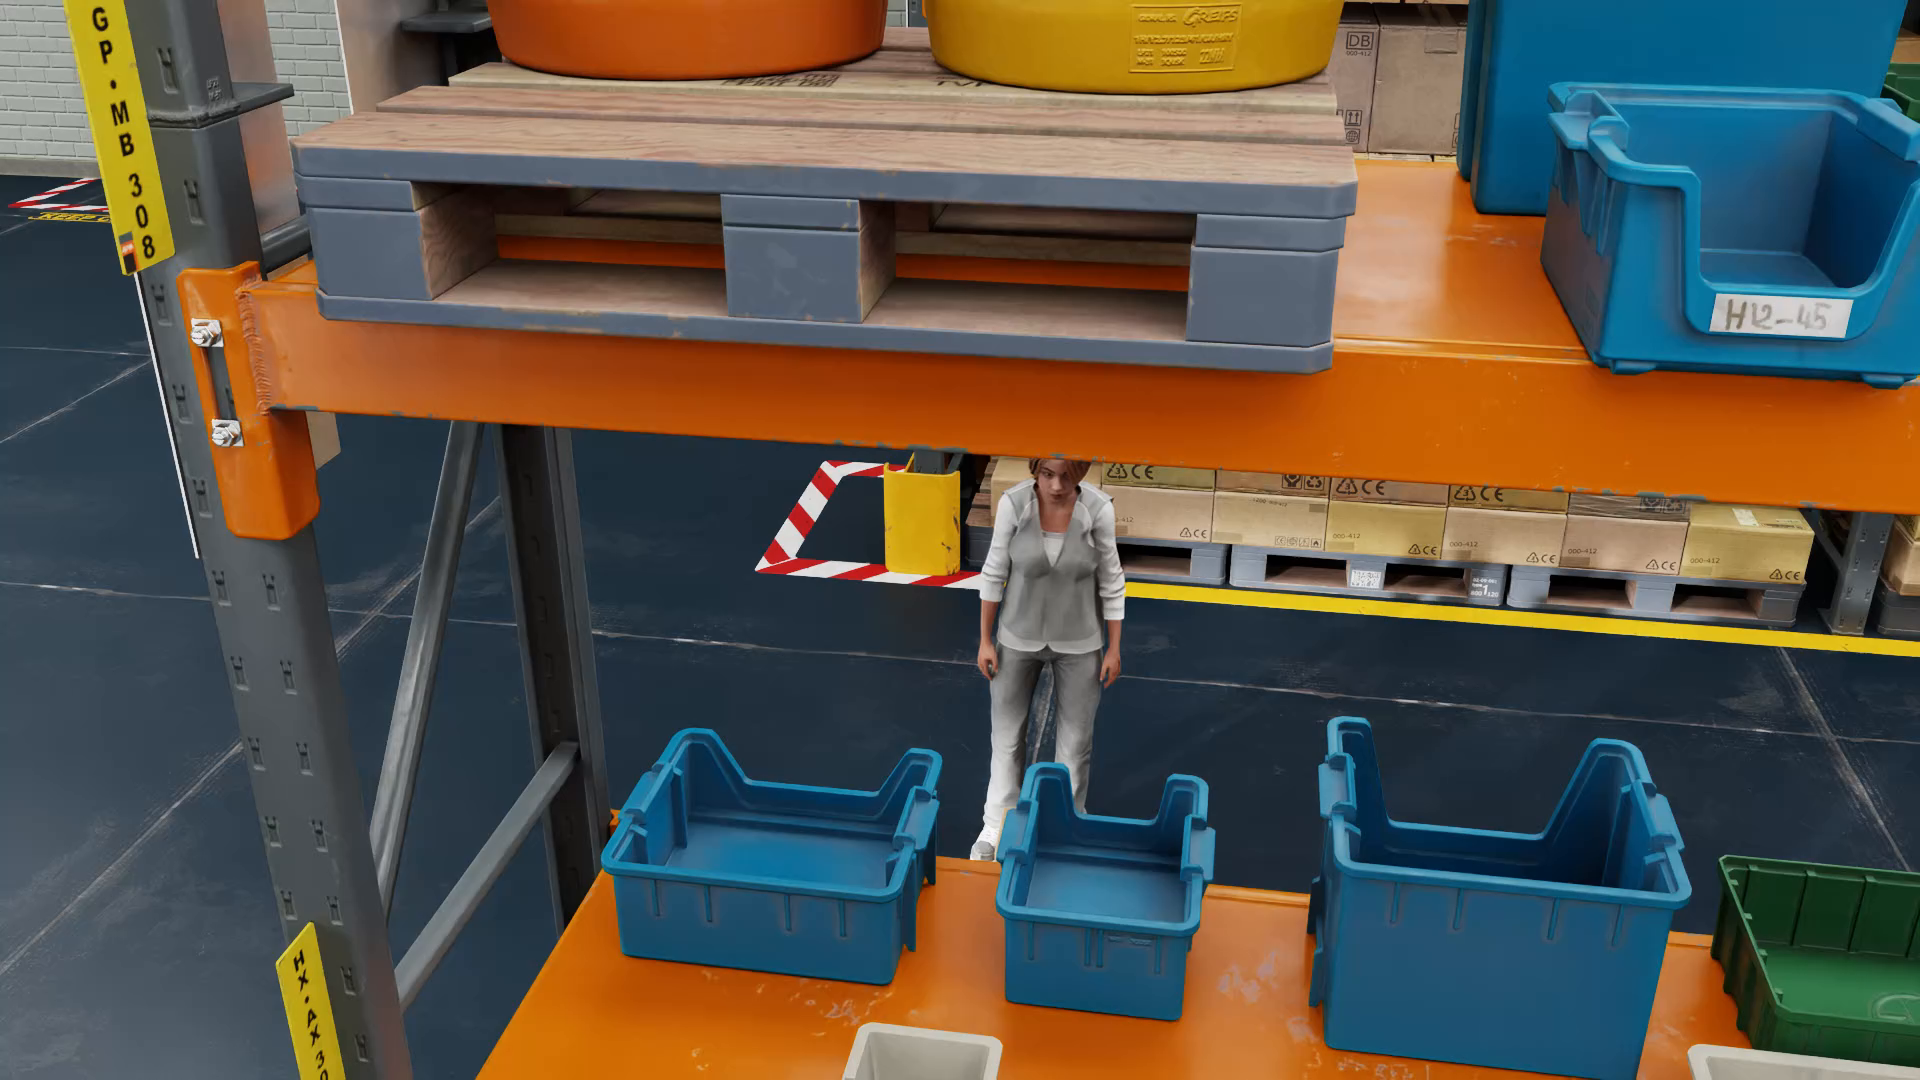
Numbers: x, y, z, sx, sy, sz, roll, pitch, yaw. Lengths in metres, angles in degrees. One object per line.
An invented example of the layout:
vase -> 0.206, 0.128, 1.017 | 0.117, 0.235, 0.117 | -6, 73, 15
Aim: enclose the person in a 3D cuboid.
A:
person -> 0.286, 0.347, 5.385 | 0.483, 1.594, 0.340 | 3, 25, 6
